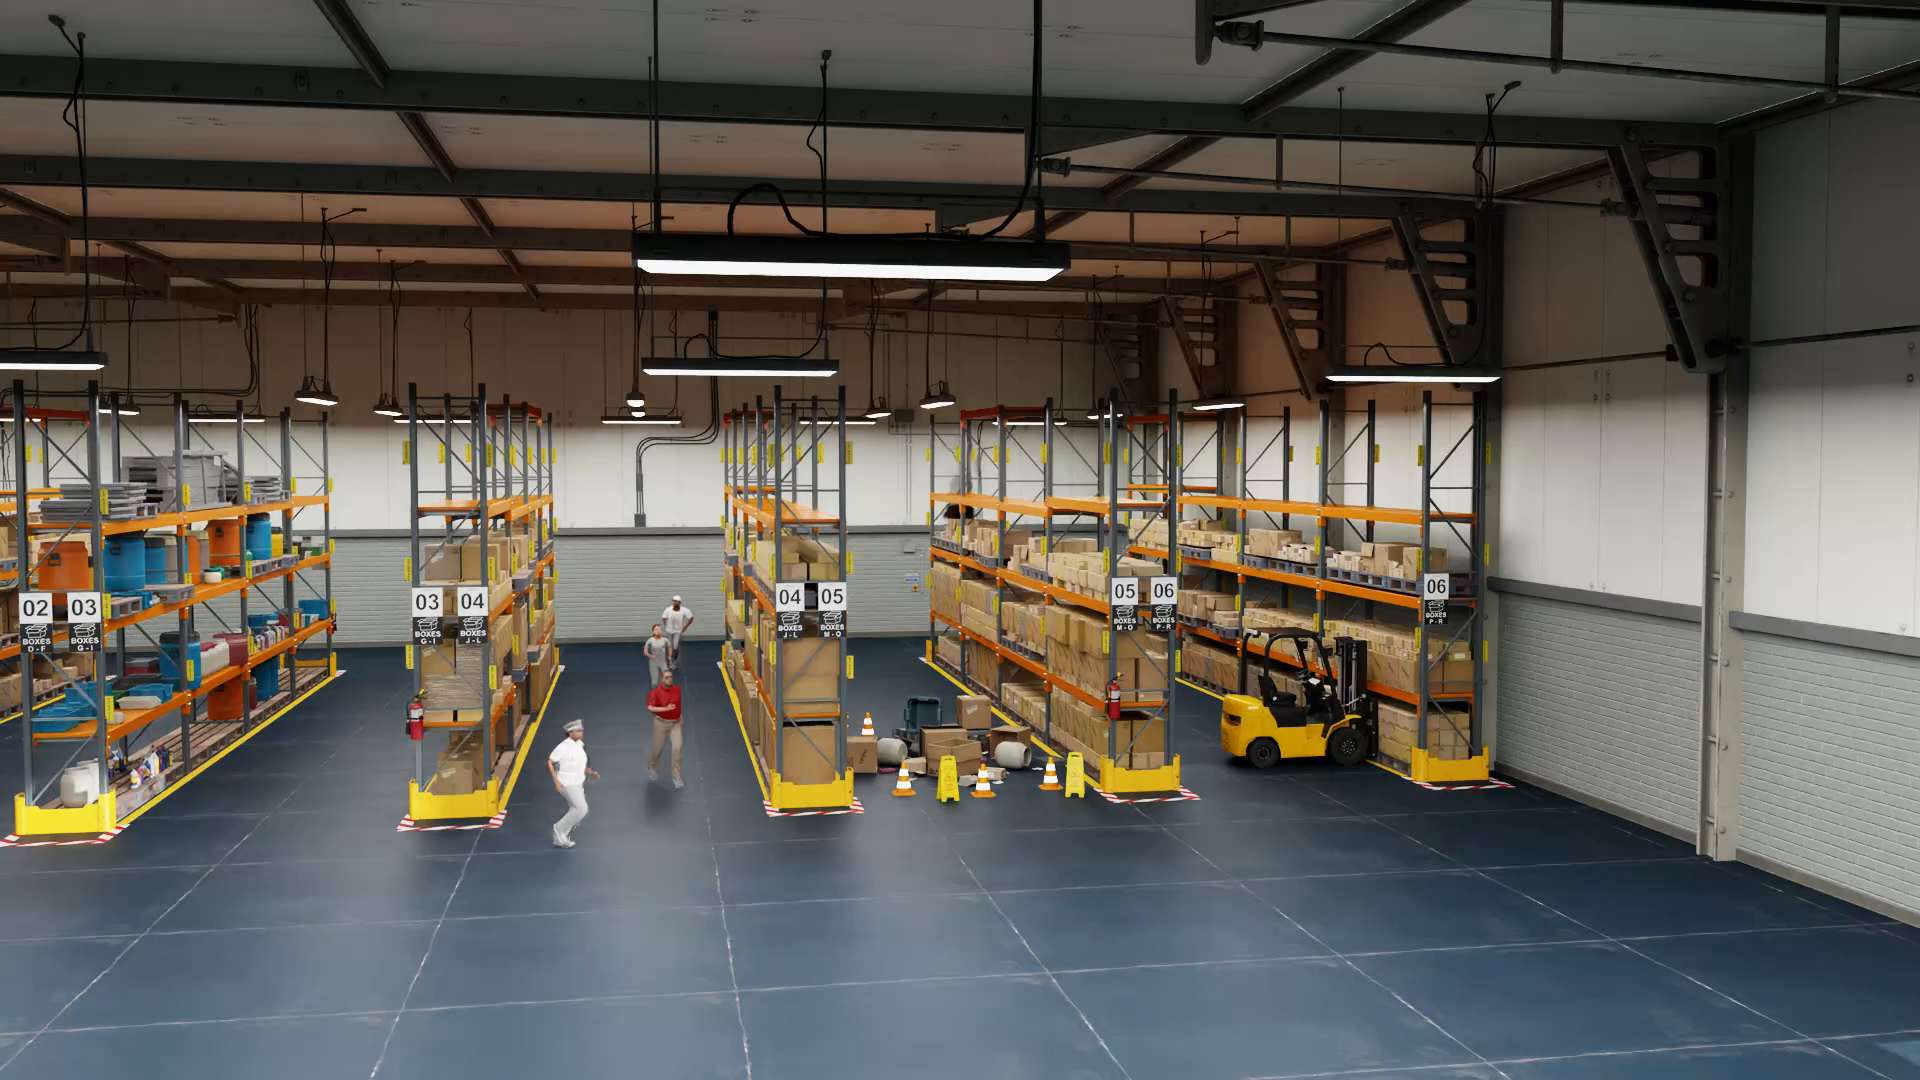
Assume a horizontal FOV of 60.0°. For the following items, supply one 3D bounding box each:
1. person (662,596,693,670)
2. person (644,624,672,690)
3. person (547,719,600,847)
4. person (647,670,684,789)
[{"bbox_3d":[-6.638,2.175,38.820,0.702,1.762,0.670,0,3,9],"label":"person"},{"bbox_3d":[-6.014,2.503,33.227,0.597,1.635,0.552,-1,3,-18],"label":"person"},{"bbox_3d":[-4.907,3.097,21.163,0.659,1.642,0.557,1,3,18],"label":"person"},{"bbox_3d":[-4.465,2.839,25.219,0.650,1.747,0.959,-2,3,-34],"label":"person"}]
